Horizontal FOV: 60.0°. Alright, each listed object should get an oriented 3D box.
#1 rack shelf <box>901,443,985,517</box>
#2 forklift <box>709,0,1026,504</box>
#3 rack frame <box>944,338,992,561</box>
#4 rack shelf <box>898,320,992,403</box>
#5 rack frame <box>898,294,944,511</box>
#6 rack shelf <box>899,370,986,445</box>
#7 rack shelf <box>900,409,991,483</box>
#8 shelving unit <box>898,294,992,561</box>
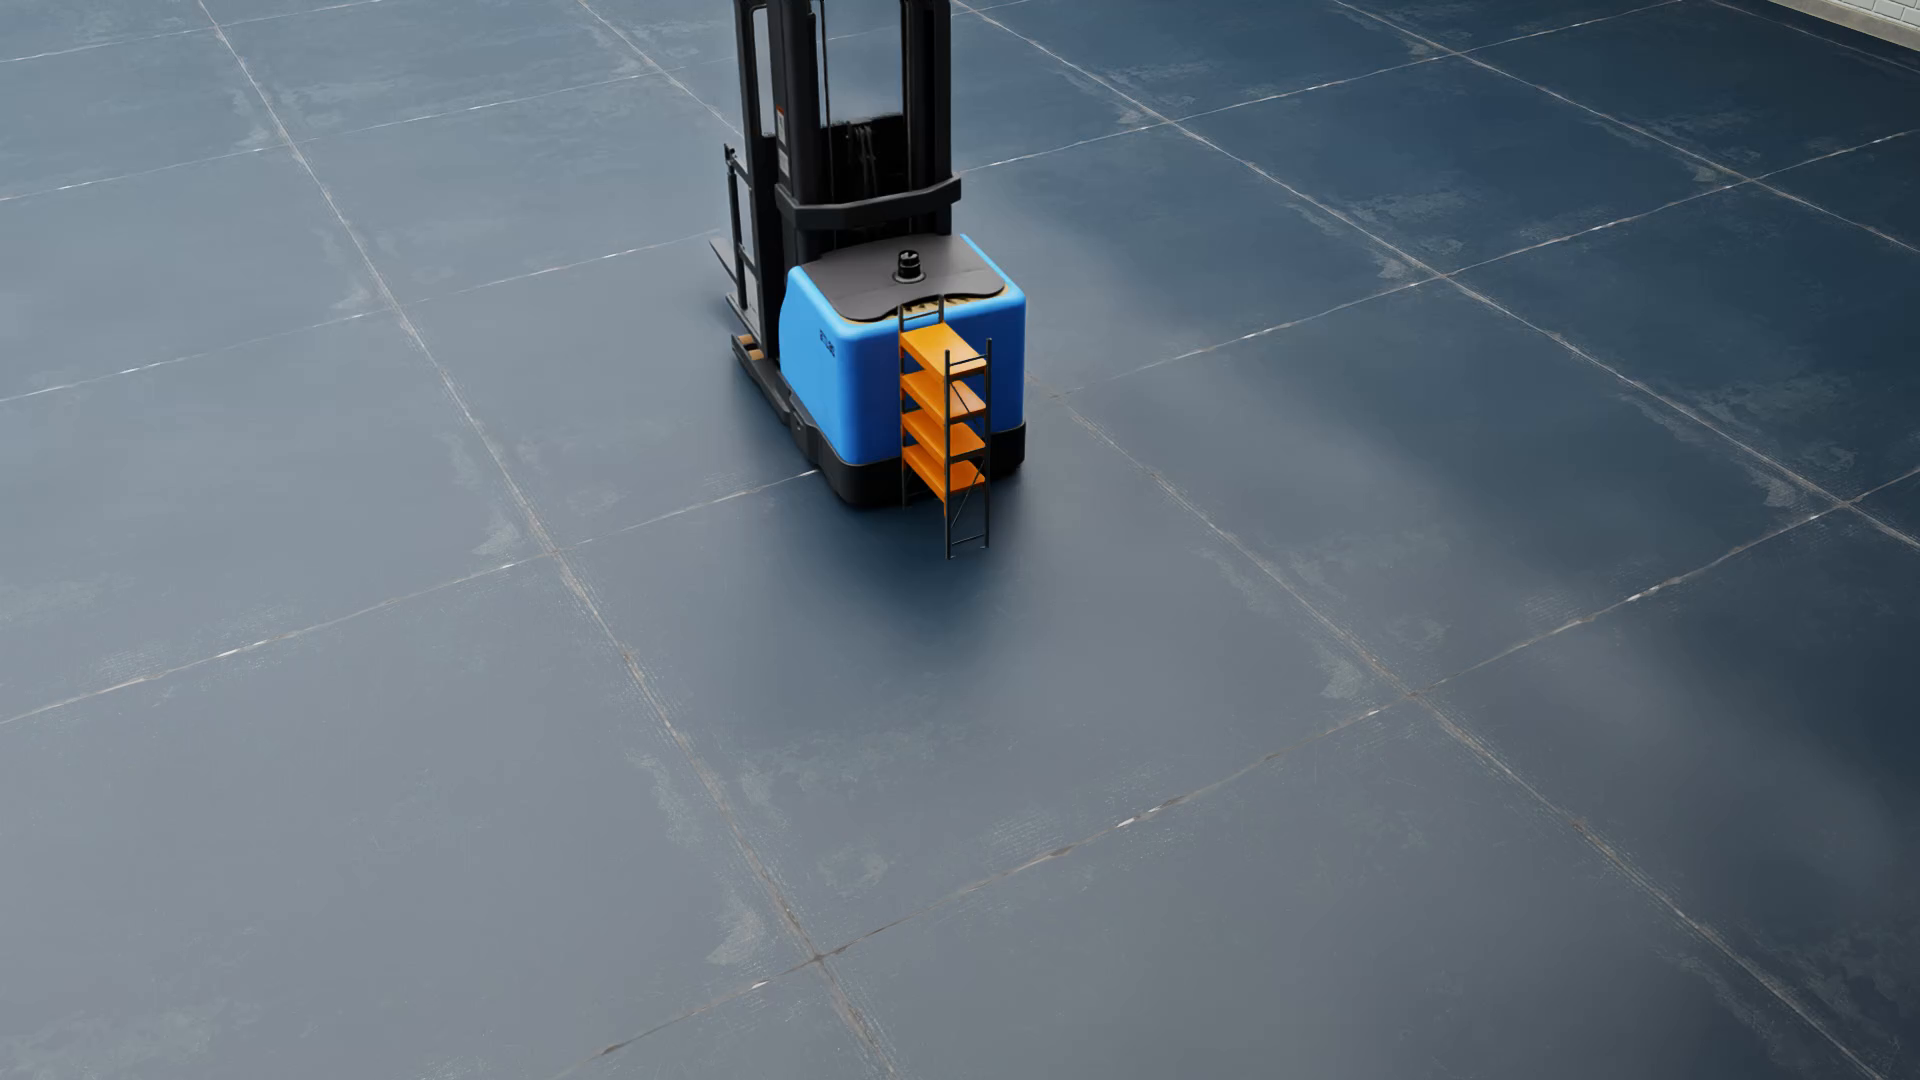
[{"bbox_3d":[-0.075,-0.331,8.363,0.258,0.148,0.480,-17,40,-22],"label":"rack shelf"},{"bbox_3d":[-0.709,-2.232,9.049,1.130,2.935,3.031,-15,39,-19],"label":"forklift"},{"bbox_3d":[0.038,-0.418,8.032,0.240,1.200,0.015,-17,40,-22],"label":"rack frame"},{"bbox_3d":[-0.075,-0.863,7.975,0.258,0.148,0.480,-17,40,-22],"label":"rack shelf"},{"bbox_3d":[-0.189,-0.673,8.381,0.240,1.200,0.015,-17,40,-22],"label":"rack frame"},{"bbox_3d":[-0.075,-0.671,8.114,0.258,0.148,0.480,-17,40,-22],"label":"rack shelf"},{"bbox_3d":[-0.075,-0.491,8.246,0.258,0.148,0.480,-17,40,-22],"label":"rack shelf"},{"bbox_3d":[-0.075,-0.545,8.207,0.258,1.200,0.503,-17,40,-22],"label":"shelving unit"}]
